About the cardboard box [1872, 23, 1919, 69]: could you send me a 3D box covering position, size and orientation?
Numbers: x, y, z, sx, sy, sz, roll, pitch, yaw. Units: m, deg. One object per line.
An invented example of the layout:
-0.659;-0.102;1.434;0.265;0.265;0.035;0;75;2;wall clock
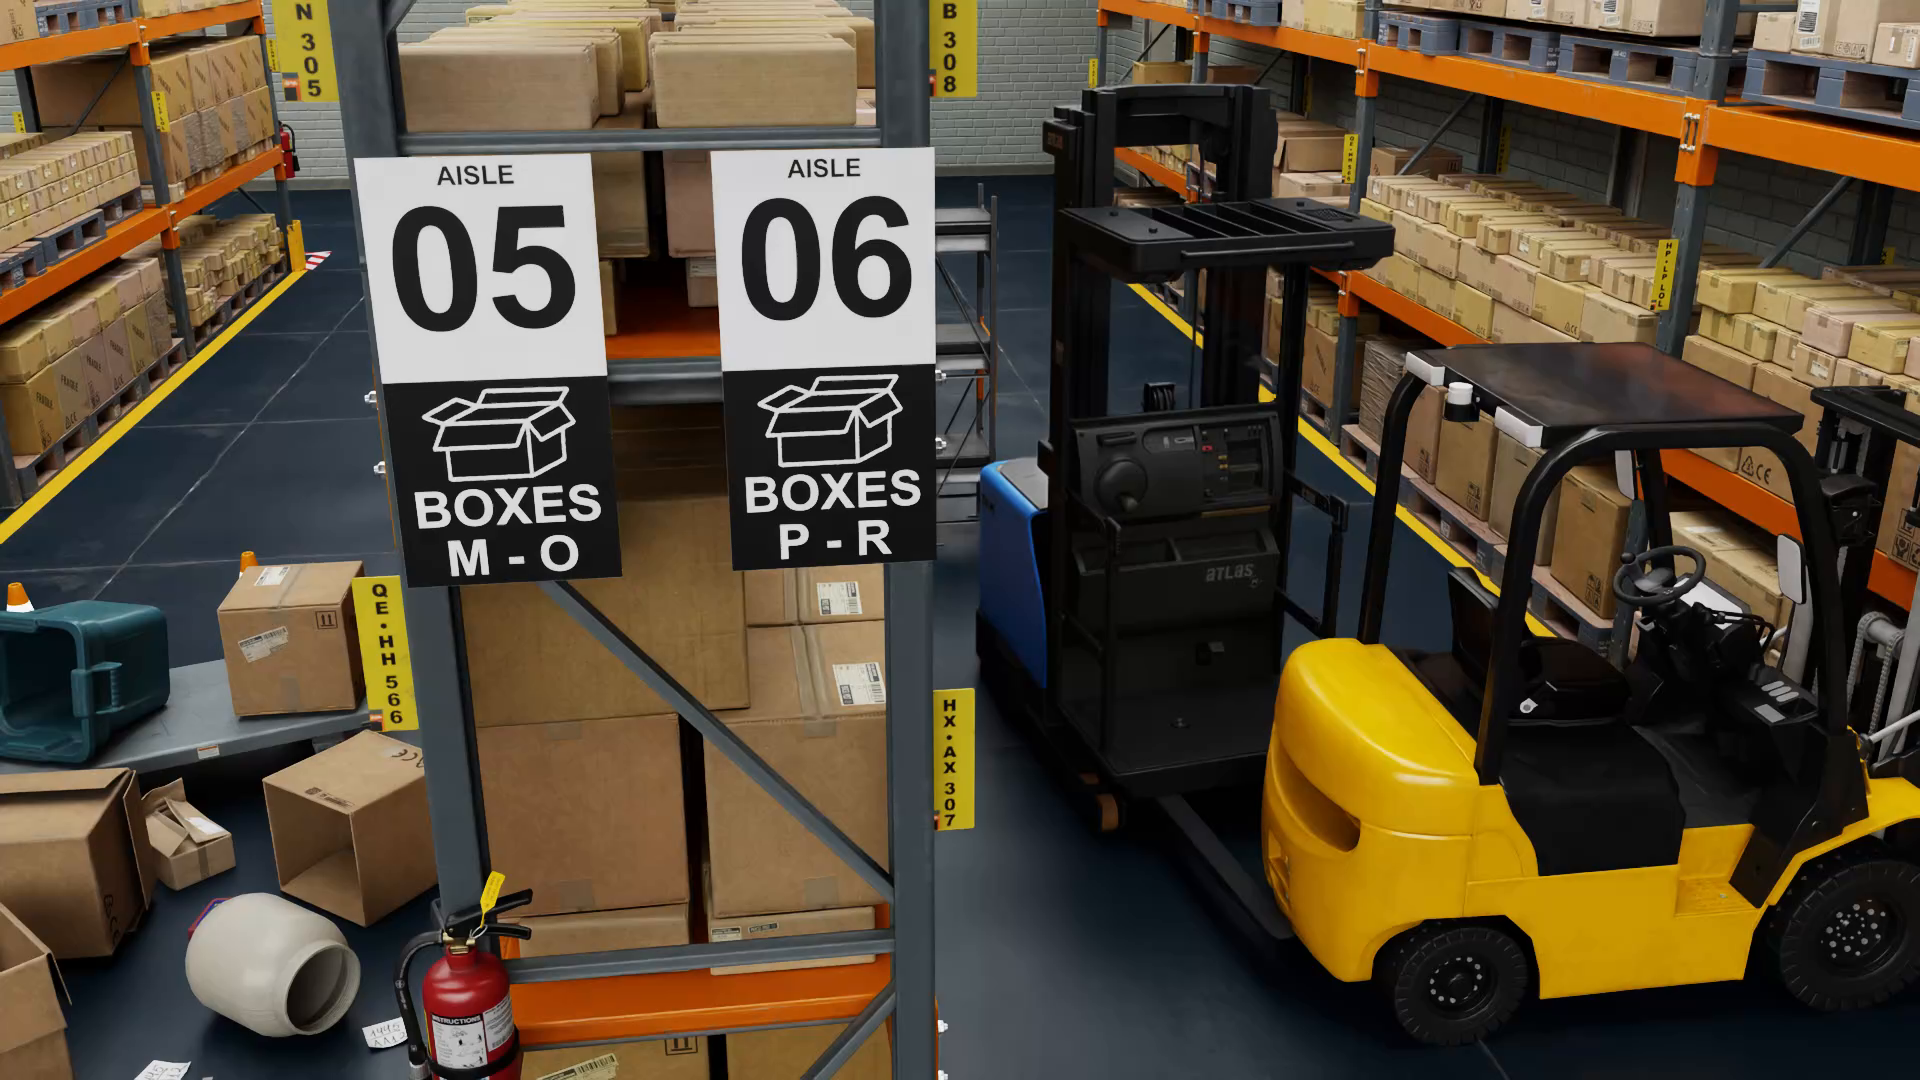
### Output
3.653;-1.839;6.180;0.380;0.149;0.250;-2;21;-6;cardboard box

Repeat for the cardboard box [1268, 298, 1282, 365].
2.788;-1.645;13.307;0.500;0.500;0.500;-2;21;-5;cardboard box

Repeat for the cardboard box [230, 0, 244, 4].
-7.338;-5.377;16.253;0.500;0.250;0.500;-3;21;-8;cardboard box

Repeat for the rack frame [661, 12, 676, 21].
-1.133;-3.303;6.198;1.000;3.000;0.127;-3;21;-8;rack frame

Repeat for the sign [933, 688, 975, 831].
-0.019;0.459;3.462;0.100;0.325;0.005;-3;21;-8;sign

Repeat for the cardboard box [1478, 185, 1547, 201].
3.574;-2.200;10.749;0.380;0.149;0.250;-3;21;-8;cardboard box

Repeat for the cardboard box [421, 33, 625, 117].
-0.896;-0.962;3.437;0.380;0.149;0.250;-3;21;-7;cardboard box

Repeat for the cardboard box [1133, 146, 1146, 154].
2.019;-4.115;17.306;0.380;0.149;0.250;-2;21;-7;cardboard box

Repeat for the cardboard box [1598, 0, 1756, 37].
3.433;-2.590;7.959;0.500;0.311;0.500;-4;21;-9;cardboard box

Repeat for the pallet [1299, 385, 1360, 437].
3.132;-1.083;12.815;1.003;0.211;1.213;-3;21;-8;pallet

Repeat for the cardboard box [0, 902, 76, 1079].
-3.315;1.581;5.263;0.637;0.503;0.797;17;27;39;cardboard box

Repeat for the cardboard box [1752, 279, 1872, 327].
3.675;-1.024;7.175;0.380;0.149;0.250;-3;21;-7;cardboard box

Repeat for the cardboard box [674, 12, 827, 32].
-0.526;-1.250;4.207;0.380;0.149;0.250;-3;21;-8;cardboard box

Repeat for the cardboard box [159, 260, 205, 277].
-7.081;-2.431;15.062;0.380;0.149;0.250;-3;21;-9;cardboard box

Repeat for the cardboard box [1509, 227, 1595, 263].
3.296;-1.643;9.258;0.380;0.149;0.250;-3;21;-7;cardboard box

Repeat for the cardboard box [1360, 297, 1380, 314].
3.308;-1.830;12.875;0.380;0.149;0.250;-3;21;-7;cardboard box

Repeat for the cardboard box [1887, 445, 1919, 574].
3.801;-0.094;6.039;0.500;0.500;0.500;-3;21;-7;cardboard box

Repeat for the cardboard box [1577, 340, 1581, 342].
3.447;-0.835;8.380;0.500;0.250;0.500;-2;21;-7;cardboard box

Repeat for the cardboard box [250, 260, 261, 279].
-7.227;-2.702;16.639;0.380;0.149;0.250;-4;21;-10;cardboard box

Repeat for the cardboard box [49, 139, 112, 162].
-6.844;-3.024;12.934;0.380;0.149;0.250;-4;21;-9;cardboard box

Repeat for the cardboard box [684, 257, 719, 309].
-0.409;-0.613;3.642;0.380;0.149;0.250;-4;21;-9;cardboard box

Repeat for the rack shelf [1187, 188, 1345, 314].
2.913;-2.485;13.610;1.077;0.370;4.000;-3;21;-8;rack shelf

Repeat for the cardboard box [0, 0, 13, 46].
-6.491;-3.429;10.679;0.500;0.500;0.500;-3;21;-8;cardboard box

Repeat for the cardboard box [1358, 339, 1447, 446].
3.278;-0.997;11.392;0.875;0.625;0.625;-2;21;-6;cardboard box

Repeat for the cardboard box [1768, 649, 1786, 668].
3.678;0.645;6.818;0.500;0.250;0.500;-3;21;-8;cardboard box

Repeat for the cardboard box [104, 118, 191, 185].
-6.992;-3.348;14.325;0.500;0.500;0.500;-3;21;-9;cardboard box

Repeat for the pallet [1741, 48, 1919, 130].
3.927;-1.814;6.625;1.003;0.211;1.213;-3;21;-8;pallet

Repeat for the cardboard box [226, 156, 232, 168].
-7.321;-3.696;16.184;0.380;0.149;0.250;-4;21;-10;cardboard box

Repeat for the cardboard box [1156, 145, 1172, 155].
2.223;-3.920;16.214;0.500;0.250;0.500;-3;21;-8;cardboard box

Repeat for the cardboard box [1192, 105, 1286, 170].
2.474;-3.579;14.768;0.700;0.500;0.500;-2;21;-6;cardboard box

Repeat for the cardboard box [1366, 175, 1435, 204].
2.956;-2.355;11.163;0.380;0.149;0.250;-2;21;-6;cardboard box

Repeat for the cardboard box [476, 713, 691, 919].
-0.907;0.532;3.936;0.500;0.500;0.500;-3;21;-9;cardboard box

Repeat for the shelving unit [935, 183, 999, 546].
-0.024;-1.041;10.002;0.431;2.100;0.503;-3;21;-8;shelving unit

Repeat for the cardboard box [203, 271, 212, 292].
-7.138;-2.379;15.349;0.380;0.149;0.250;-4;21;-11;cardboard box

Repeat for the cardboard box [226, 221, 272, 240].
-7.277;-3.159;17.011;0.380;0.149;0.250;-3;21;-9;cardboard box

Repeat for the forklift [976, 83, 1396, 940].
0.997;-0.306;6.847;1.130;2.935;3.031;-6;21;-16;forklift

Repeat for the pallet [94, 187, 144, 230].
-7.204;-2.616;13.207;1.003;0.211;1.213;-3;21;-8;pallet

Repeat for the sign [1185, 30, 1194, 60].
2.601;-5.611;18.844;0.100;0.325;0.005;-3;21;-8;sign

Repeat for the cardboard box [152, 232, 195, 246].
-7.791;-2.943;16.432;0.380;0.149;0.250;-2;21;-6;cardboard box

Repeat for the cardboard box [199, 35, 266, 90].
-7.434;-4.871;16.975;0.500;0.500;0.500;-3;21;-9;cardboard box

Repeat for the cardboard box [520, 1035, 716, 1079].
-0.930;1.368;4.524;0.500;0.500;0.500;-3;21;-7;cardboard box

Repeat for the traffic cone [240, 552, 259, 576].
-3.728;0.287;8.786;0.336;0.463;0.334;-3;21;-8;traffic cone

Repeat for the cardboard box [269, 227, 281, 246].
-7.388;-3.195;17.532;0.380;0.149;0.250;-3;21;-9;cardboard box

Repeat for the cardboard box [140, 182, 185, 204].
-6.887;-2.975;14.253;0.380;0.149;0.250;-2;21;-6;cardboard box

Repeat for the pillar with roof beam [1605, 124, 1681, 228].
0.022;-4.316;8.912;9.100;9.000;0.400;-3;21;-8;pillar with roof beam

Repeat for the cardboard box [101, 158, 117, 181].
-6.845;-2.891;13.004;0.380;0.149;0.250;-2;21;-5;cardboard box

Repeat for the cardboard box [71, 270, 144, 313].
-6.751;-1.931;13.000;0.500;0.250;0.500;-2;21;-5;cardboard box

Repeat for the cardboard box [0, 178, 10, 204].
-6.541;-2.298;10.992;0.380;0.149;0.250;-3;21;-8;cardboard box

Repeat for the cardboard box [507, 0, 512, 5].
-1.304;-1.755;5.561;0.380;0.149;0.250;-3;21;-8;cardboard box

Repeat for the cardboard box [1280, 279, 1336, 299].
2.786;-1.983;13.285;0.380;0.149;0.250;-3;21;-9;cardboard box

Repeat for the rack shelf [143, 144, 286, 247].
-7.458;-3.333;15.882;1.077;0.370;4.000;-3;21;-8;rack shelf

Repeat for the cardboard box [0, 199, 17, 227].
-6.547;-2.175;11.086;0.380;0.149;0.250;-4;21;-9;cardboard box

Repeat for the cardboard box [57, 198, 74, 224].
-6.687;-2.386;12.077;0.380;0.149;0.250;-4;21;-10;cardboard box

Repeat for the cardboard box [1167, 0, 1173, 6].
2.188;-5.175;15.856;0.380;0.149;0.250;-3;21;-8;cardboard box

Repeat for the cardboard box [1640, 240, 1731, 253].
3.861;-1.497;8.867;0.380;0.149;0.250;-3;21;-8;cardboard box

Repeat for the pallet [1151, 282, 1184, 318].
2.527;-2.446;16.462;1.003;0.211;1.213;-3;21;-8;pallet
